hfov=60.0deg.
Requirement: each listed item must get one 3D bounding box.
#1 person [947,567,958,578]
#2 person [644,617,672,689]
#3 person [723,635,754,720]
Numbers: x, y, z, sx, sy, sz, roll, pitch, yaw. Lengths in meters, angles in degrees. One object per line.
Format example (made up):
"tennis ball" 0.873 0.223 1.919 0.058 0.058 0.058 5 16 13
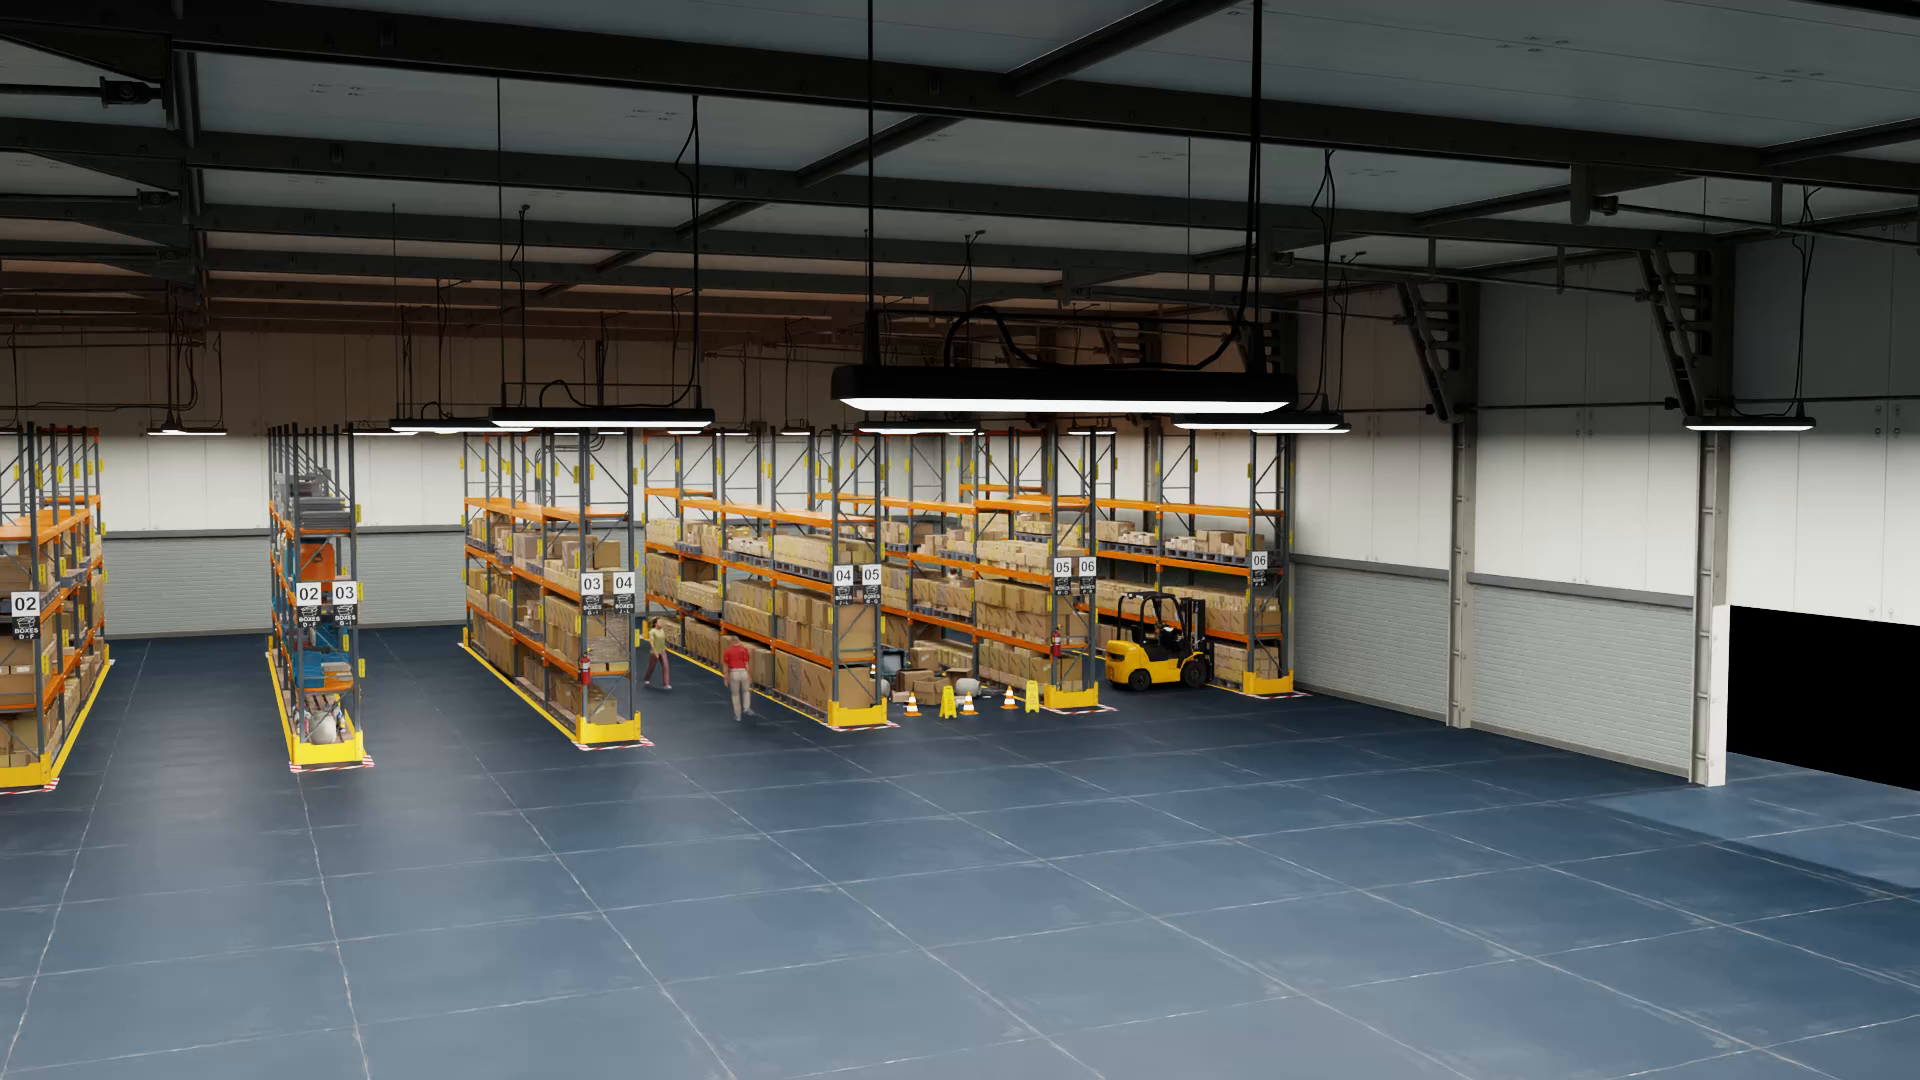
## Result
"person" -0.185 1.616 52.965 0.923 1.741 0.540 -2 4 -29
"person" -6.927 2.571 37.993 0.404 1.622 1.019 -2 4 -34
"person" -4.491 2.796 33.740 0.598 1.715 0.493 -1 4 -15
